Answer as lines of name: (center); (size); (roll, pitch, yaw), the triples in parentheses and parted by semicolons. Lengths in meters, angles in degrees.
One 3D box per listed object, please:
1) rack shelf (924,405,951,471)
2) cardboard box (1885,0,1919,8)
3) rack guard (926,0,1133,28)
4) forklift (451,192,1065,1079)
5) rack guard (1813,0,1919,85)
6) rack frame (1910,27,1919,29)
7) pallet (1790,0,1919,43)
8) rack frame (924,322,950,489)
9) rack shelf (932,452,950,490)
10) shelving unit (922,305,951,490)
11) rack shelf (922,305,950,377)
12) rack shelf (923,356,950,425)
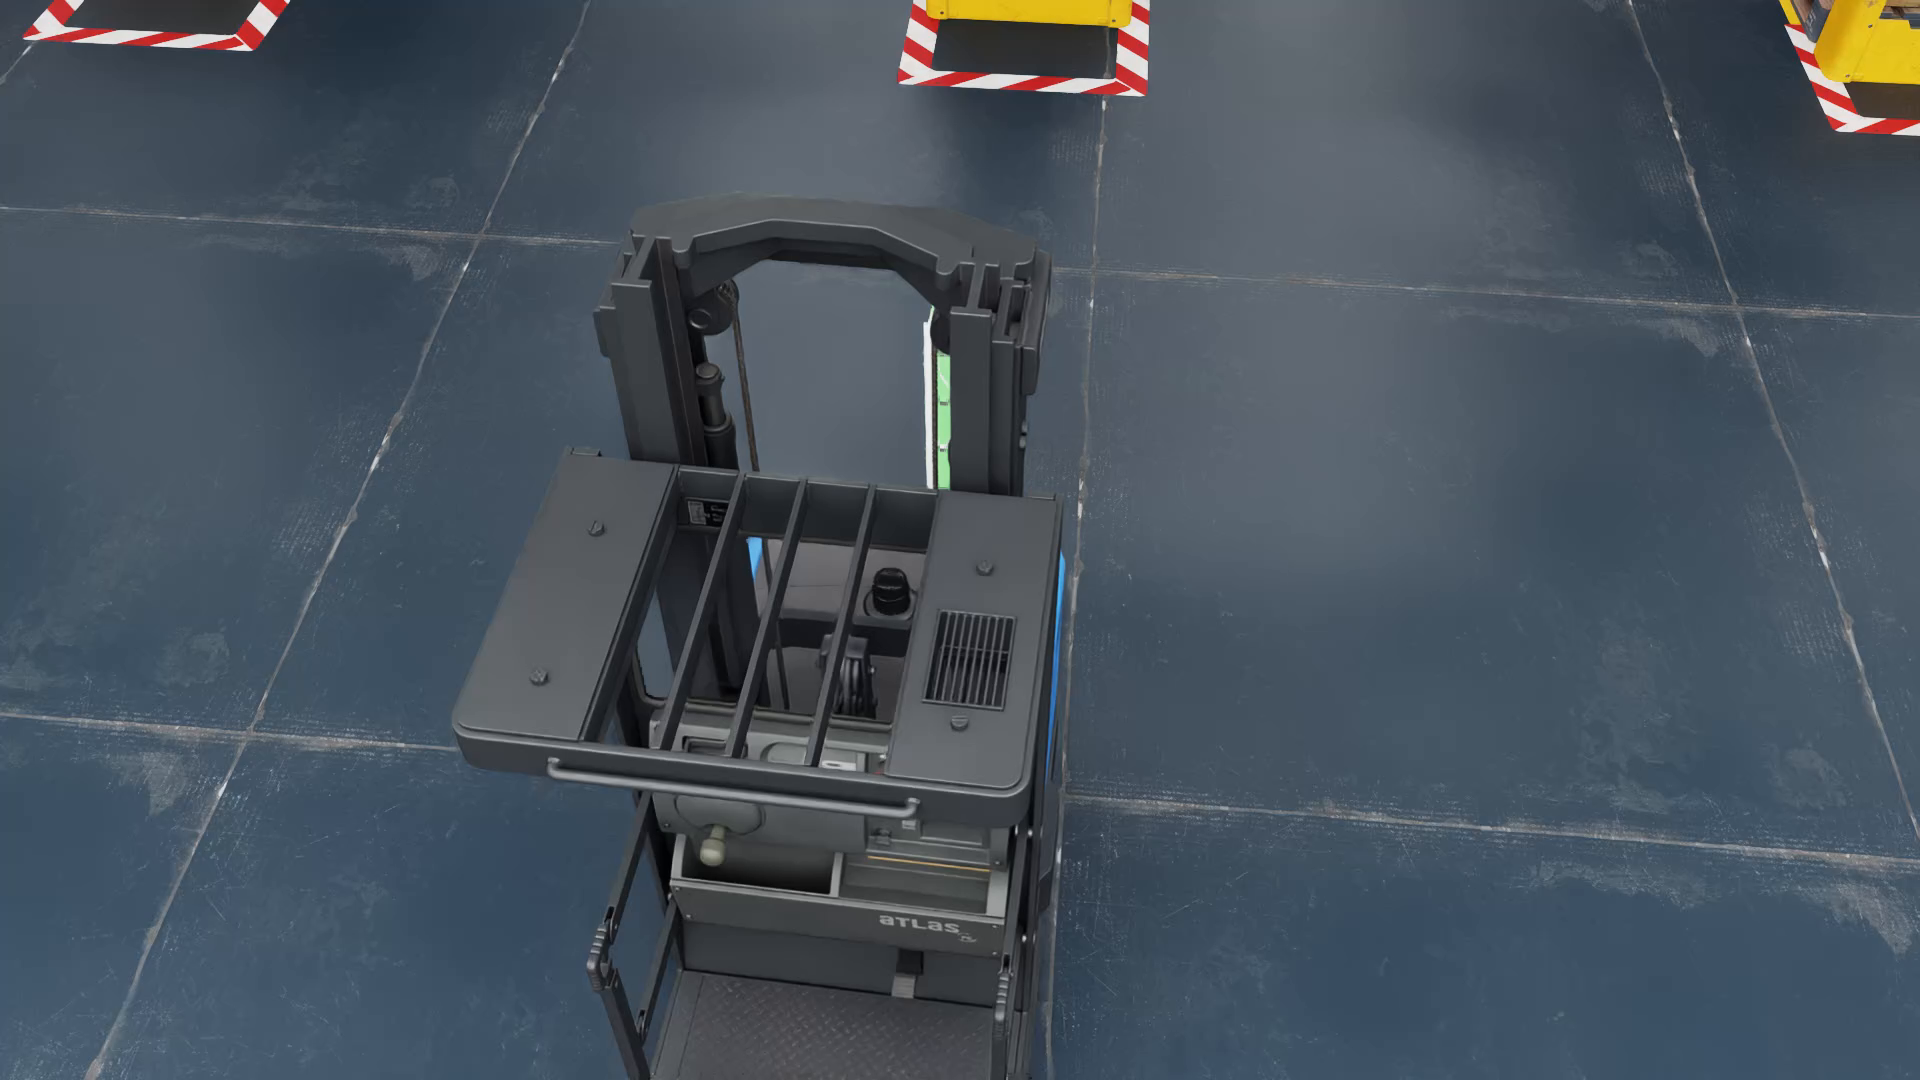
rack shelf: (0.015, -0.483, 6.492); (0.258, 0.148, 0.480); (4, 48, 4)
cardboard box: (5.318, -3.544, 9.140); (0.875, 0.875, 0.875); (4, 48, 4)
rack guard: (0.399, -3.237, 9.398); (1.175, 0.500, 0.348); (4, 48, 4)
forklift: (-0.357, 0.766, 4.089); (1.130, 2.935, 3.031); (6, 48, 5)
rack guard: (5.320, -2.756, 8.958); (1.175, 0.500, 0.348); (4, 48, 4)
rack frame: (5.322, -3.617, 8.051); (1.000, 3.000, 0.127); (4, 48, 4)
pallet: (5.317, -3.269, 9.623); (1.003, 0.211, 1.213); (4, 48, 4)
rack frame: (-0.007, -0.347, 6.280); (0.240, 1.200, 0.015); (4, 48, 4)
rack shelf: (0.015, -0.321, 6.669); (0.258, 0.148, 0.480); (4, 48, 4)
shelving unit: (0.015, -0.527, 6.444); (0.258, 1.200, 0.503); (4, 48, 4)
rack shelf: (0.015, -0.807, 6.137); (0.258, 0.148, 0.480); (4, 48, 4)
rack shelf: (0.015, -0.645, 6.314); (0.258, 0.148, 0.480); (4, 48, 4)
